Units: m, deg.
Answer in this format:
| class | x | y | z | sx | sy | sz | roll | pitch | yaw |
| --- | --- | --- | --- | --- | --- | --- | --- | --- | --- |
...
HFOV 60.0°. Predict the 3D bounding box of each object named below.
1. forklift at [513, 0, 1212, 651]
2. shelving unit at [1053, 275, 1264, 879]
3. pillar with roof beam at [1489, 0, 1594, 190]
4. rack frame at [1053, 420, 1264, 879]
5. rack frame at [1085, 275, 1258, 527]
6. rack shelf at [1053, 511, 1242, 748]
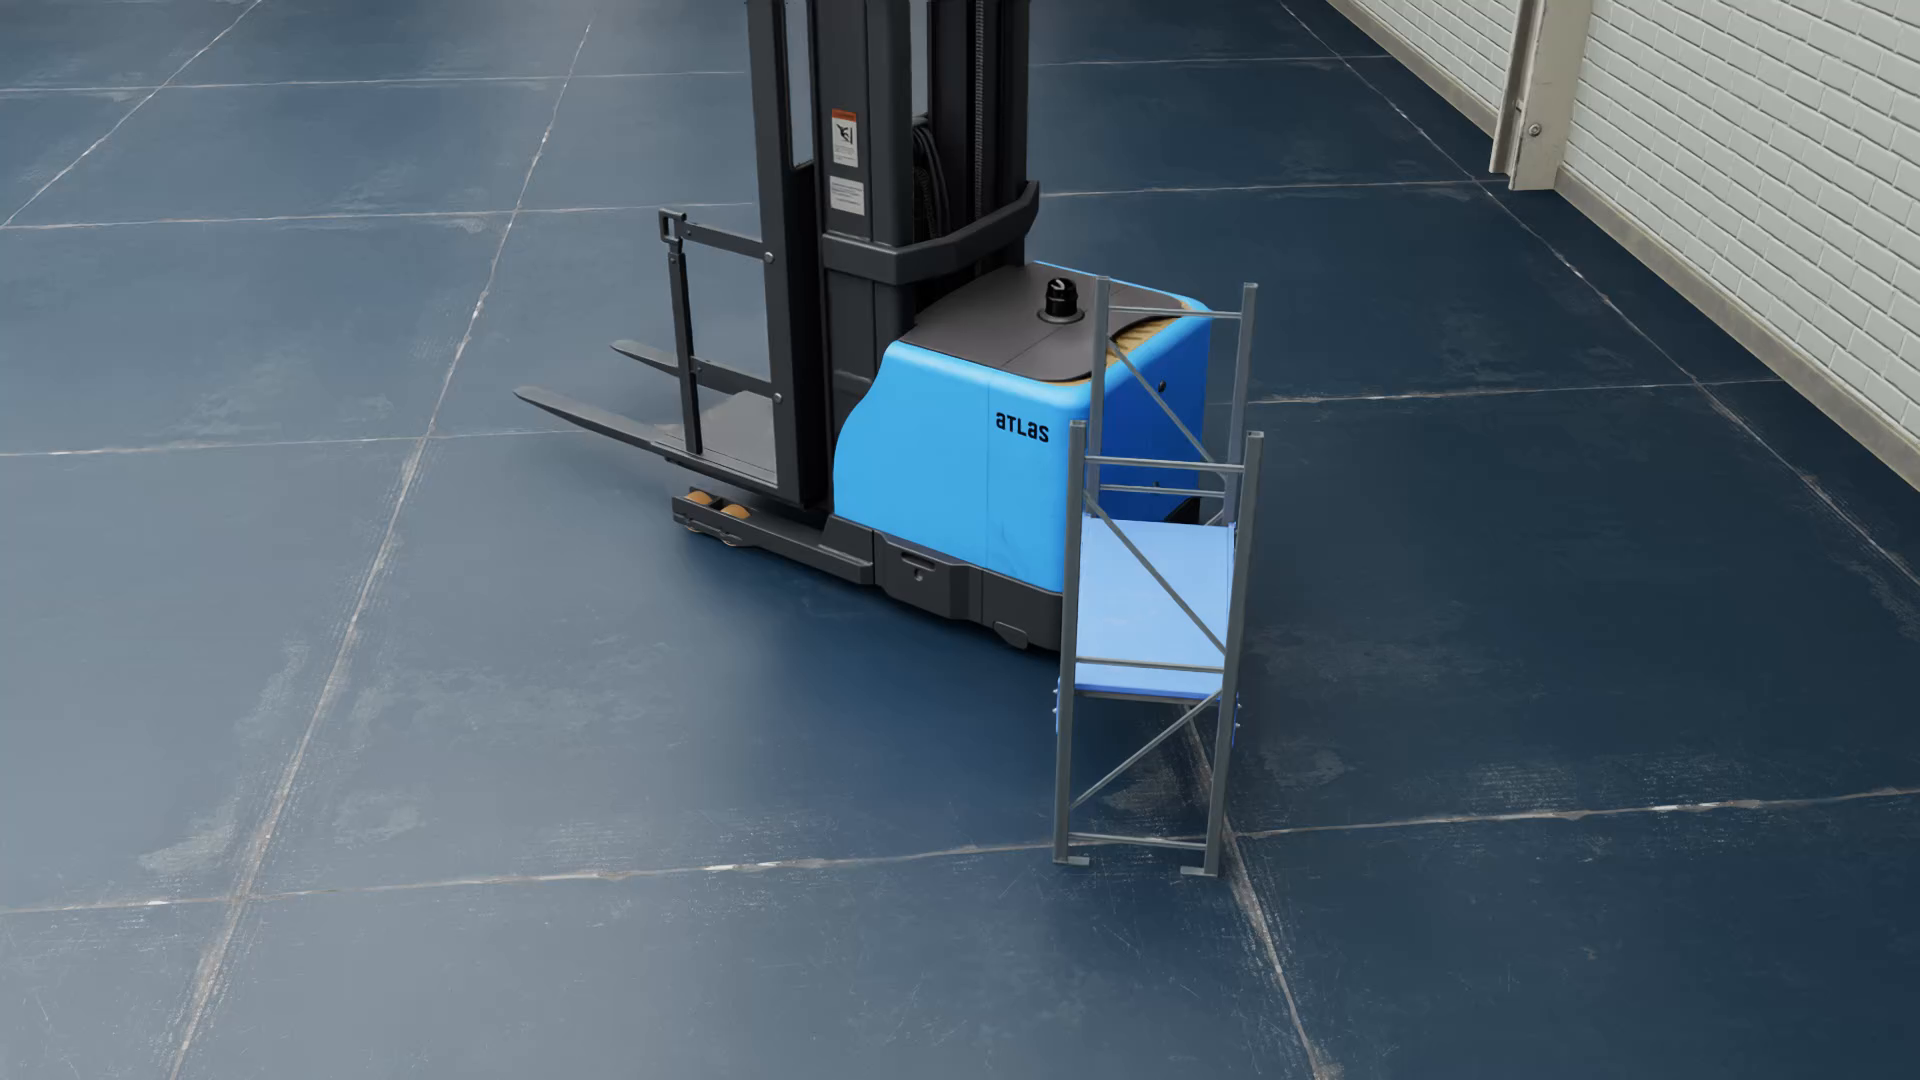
| class | x | y | z | sx | sy | sz | roll | pitch | yaw |
| --- | --- | --- | --- | --- | --- | --- | --- | --- | --- |
| forklift | -0.562 | -1.436 | 6.296 | 3.031 | 2.935 | 1.130 | 19 | 36 | 29 |
| shelving unit | 0.604 | 0.097 | 5.125 | 0.538 | 1.500 | 1.048 | 4 | 31 | 7 |
| pillar with roof beam | -0.696 | -5.956 | 7.947 | 9.100 | 9.000 | 0.400 | -3 | 31 | -5 |
| rack frame | 0.534 | 0.355 | 4.692 | 0.500 | 1.500 | 0.032 | 4 | 31 | 7 |
| rack frame | 0.674 | -0.161 | 5.557 | 0.500 | 1.500 | 0.032 | 4 | 31 | 7 |
| rack shelf | 0.604 | 0.252 | 5.217 | 0.538 | 0.185 | 1.000 | 4 | 31 | 7 |
